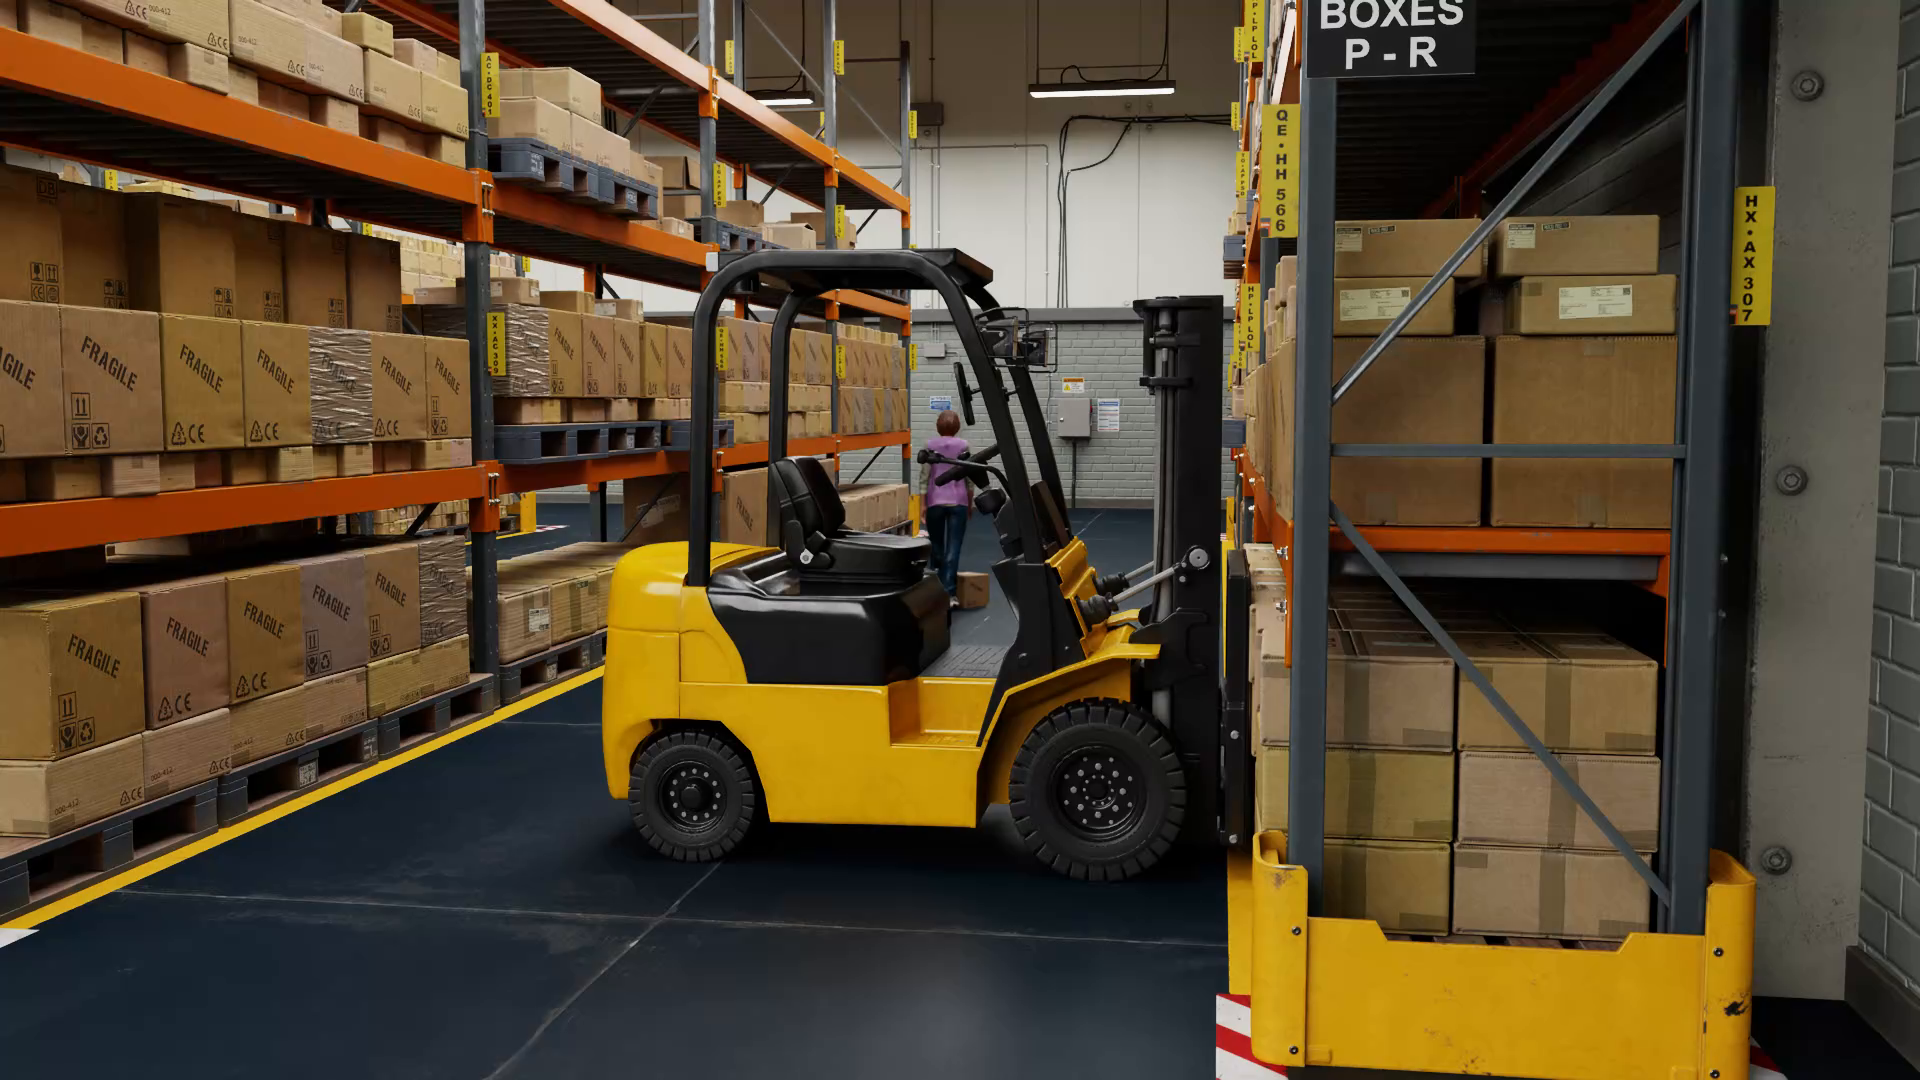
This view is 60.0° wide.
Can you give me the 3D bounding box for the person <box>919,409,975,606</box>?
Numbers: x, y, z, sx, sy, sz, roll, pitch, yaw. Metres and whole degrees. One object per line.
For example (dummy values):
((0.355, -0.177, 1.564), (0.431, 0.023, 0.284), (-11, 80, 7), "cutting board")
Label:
((-0.102, -0.233, 13.265), (0.436, 1.536, 0.880), (0, 5, 5), "person")
